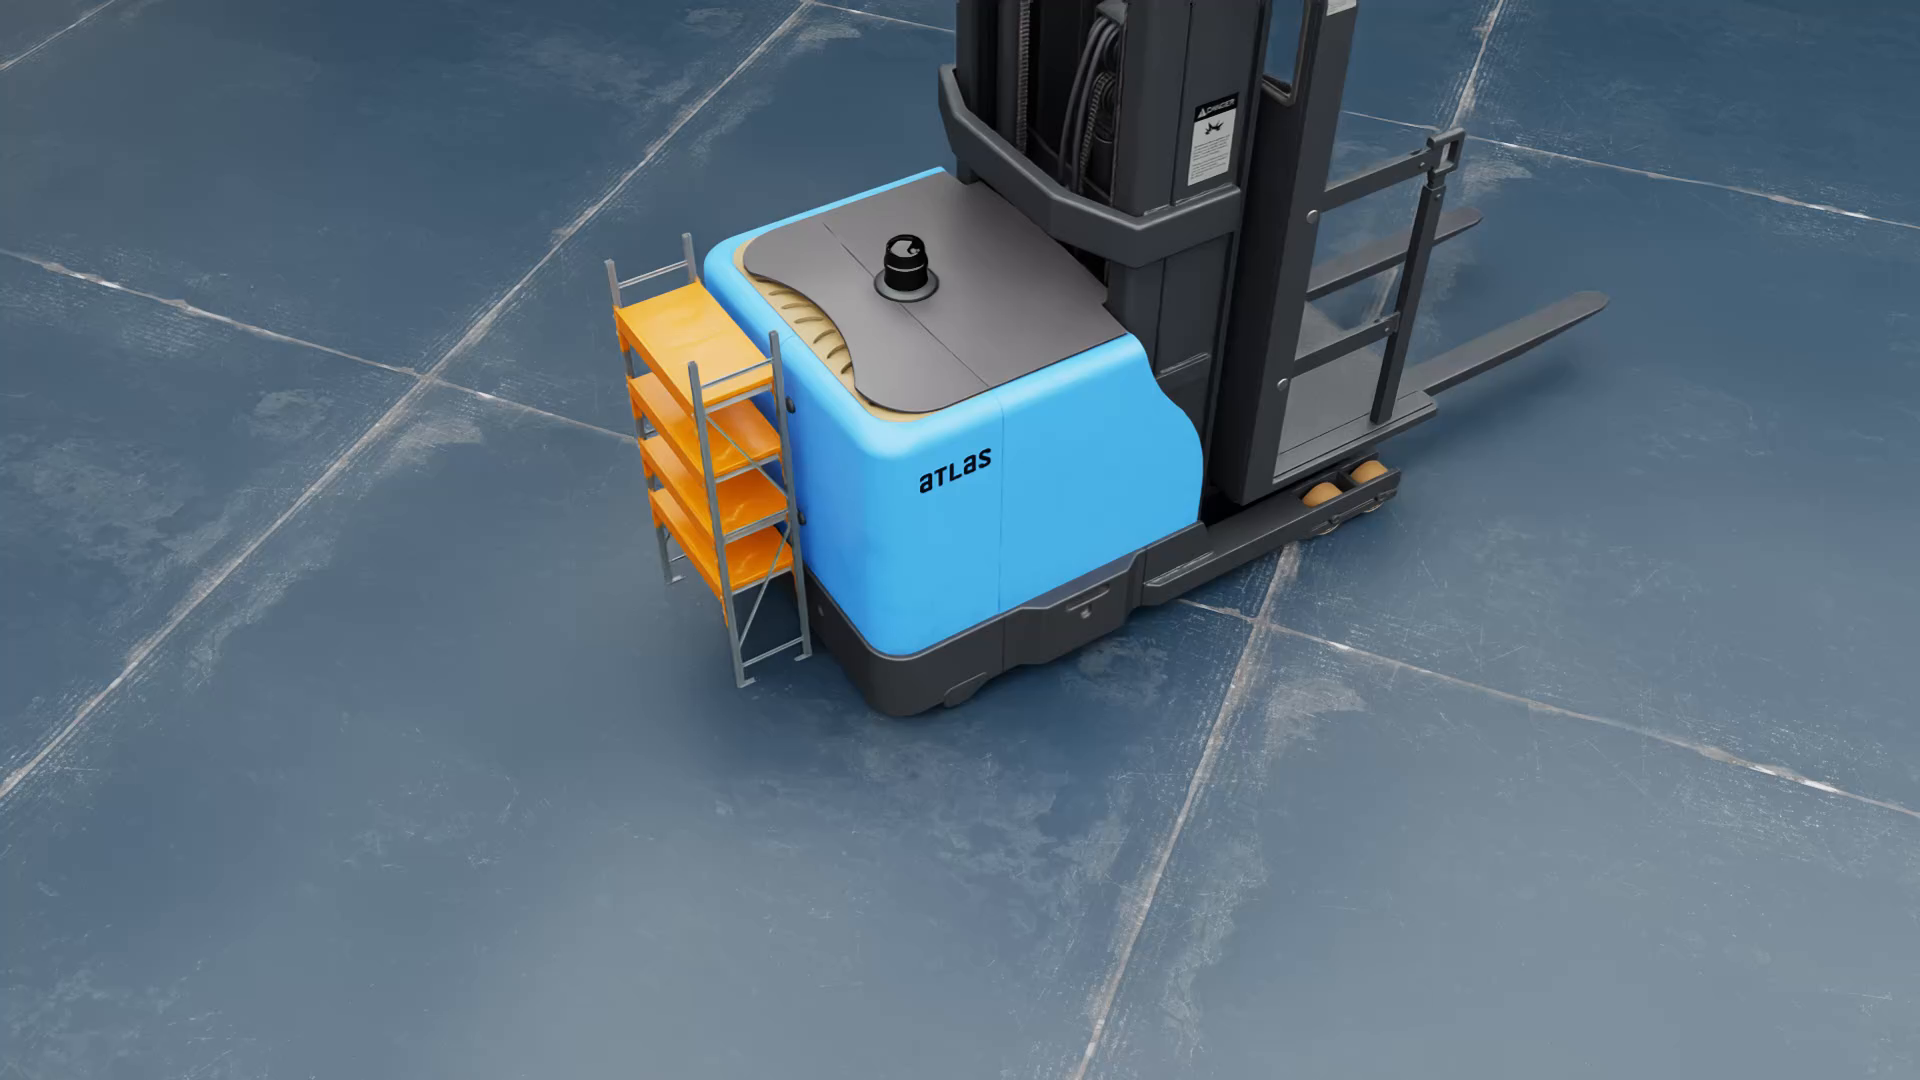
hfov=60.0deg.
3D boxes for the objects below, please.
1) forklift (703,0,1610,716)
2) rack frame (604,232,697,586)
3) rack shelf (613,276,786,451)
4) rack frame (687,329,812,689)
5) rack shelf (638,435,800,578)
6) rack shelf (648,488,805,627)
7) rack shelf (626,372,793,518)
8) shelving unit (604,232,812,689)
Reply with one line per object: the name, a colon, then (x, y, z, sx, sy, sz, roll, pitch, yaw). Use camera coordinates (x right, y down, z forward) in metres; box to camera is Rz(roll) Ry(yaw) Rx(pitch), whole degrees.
forklift: (0.804, -1.348, 4.527, 3.031, 2.935, 1.130, -24, 50, -22)
rack frame: (-0.805, -0.333, 4.732, 0.240, 1.200, 0.015, -24, 50, -22)
rack shelf: (-0.677, -0.465, 4.308, 0.258, 0.148, 0.480, -24, 50, -22)
rack frame: (-0.545, -0.042, 4.440, 0.240, 1.200, 0.015, -24, 50, -22)
rack shelf: (-0.674, -0.140, 4.634, 0.258, 0.148, 0.480, -24, 50, -22)
rack shelf: (-0.673, 0.001, 4.774, 0.258, 0.148, 0.480, -24, 50, -22)
rack shelf: (-0.676, -0.298, 4.475, 0.258, 0.148, 0.480, -24, 50, -22)
shelving unit: (-0.675, -0.187, 4.586, 0.258, 1.200, 0.503, -24, 50, -22)
